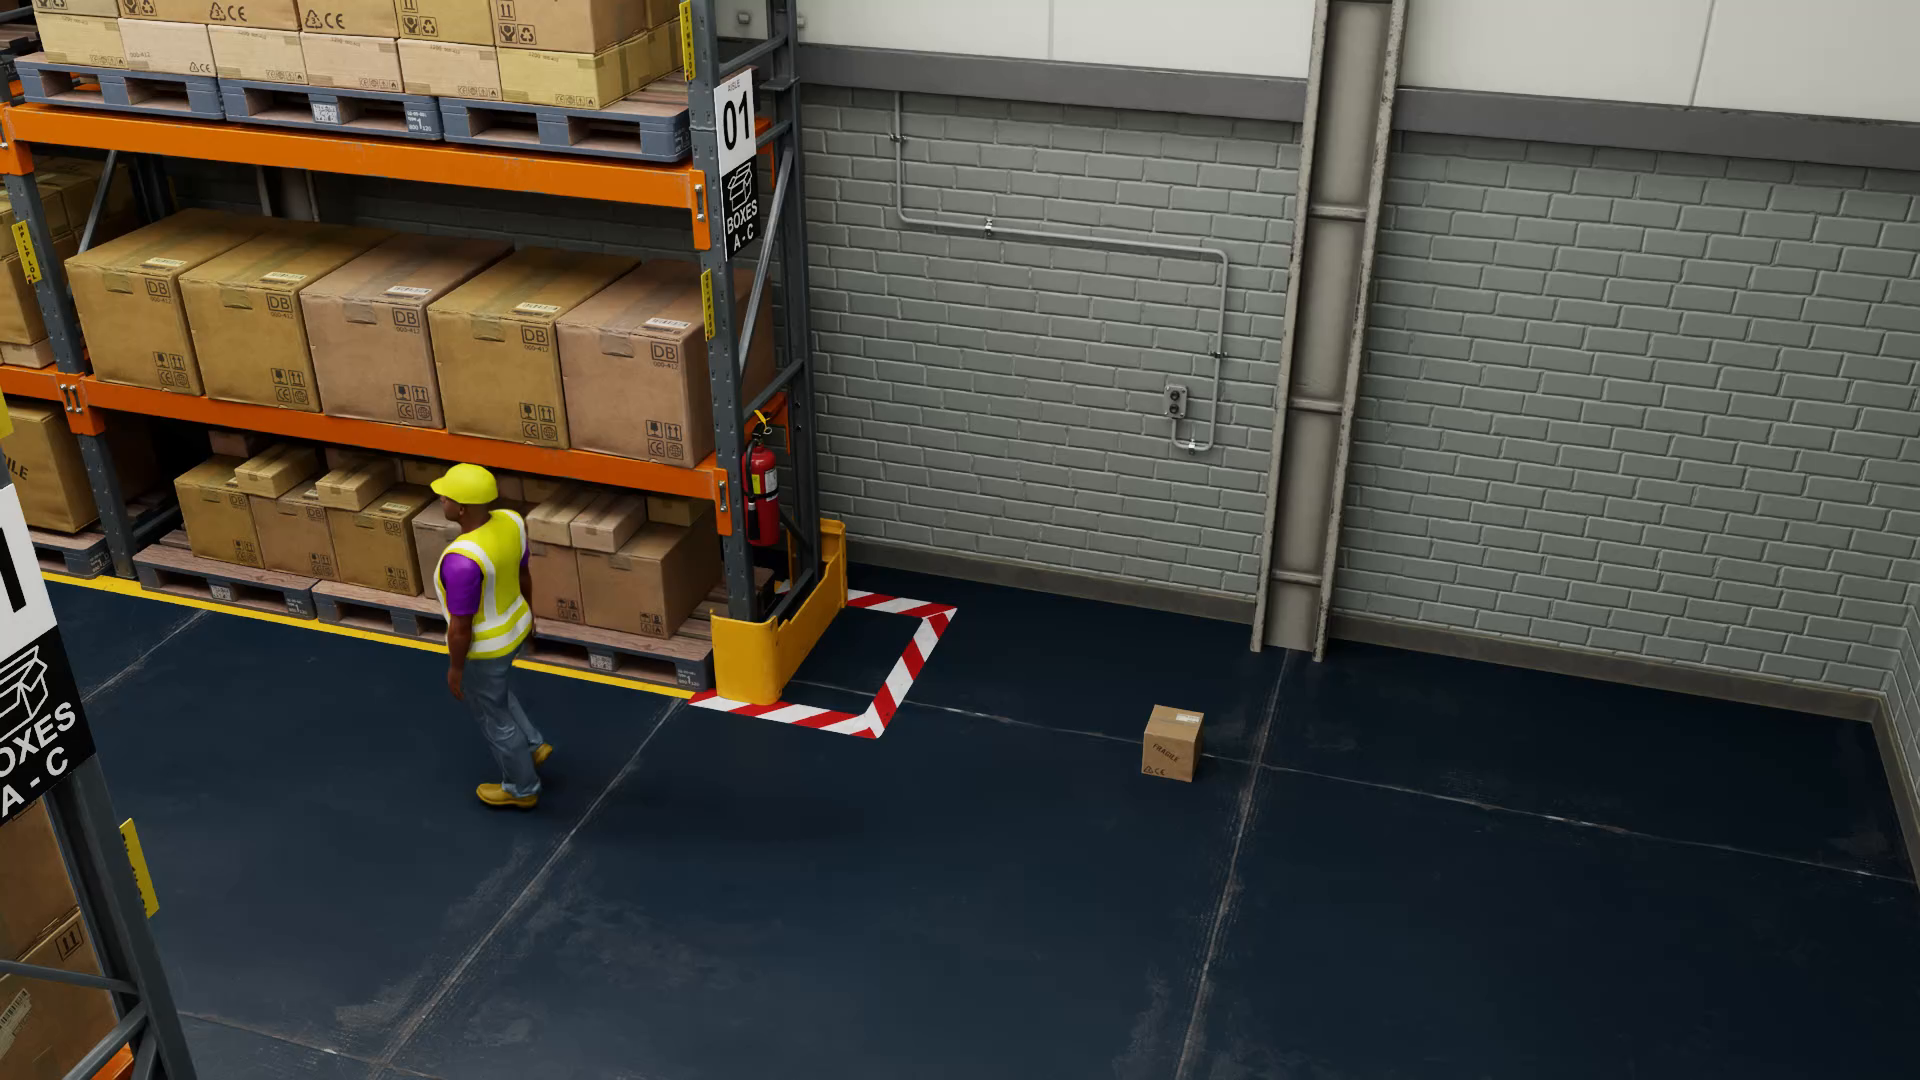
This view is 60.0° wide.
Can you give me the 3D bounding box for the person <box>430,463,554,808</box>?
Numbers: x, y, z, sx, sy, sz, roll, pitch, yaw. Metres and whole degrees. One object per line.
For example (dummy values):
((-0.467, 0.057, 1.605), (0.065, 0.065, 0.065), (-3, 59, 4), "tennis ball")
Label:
((-2.200, 0.461, 7.648), (0.441, 1.799, 0.609), (6, 30, 10), "person")
